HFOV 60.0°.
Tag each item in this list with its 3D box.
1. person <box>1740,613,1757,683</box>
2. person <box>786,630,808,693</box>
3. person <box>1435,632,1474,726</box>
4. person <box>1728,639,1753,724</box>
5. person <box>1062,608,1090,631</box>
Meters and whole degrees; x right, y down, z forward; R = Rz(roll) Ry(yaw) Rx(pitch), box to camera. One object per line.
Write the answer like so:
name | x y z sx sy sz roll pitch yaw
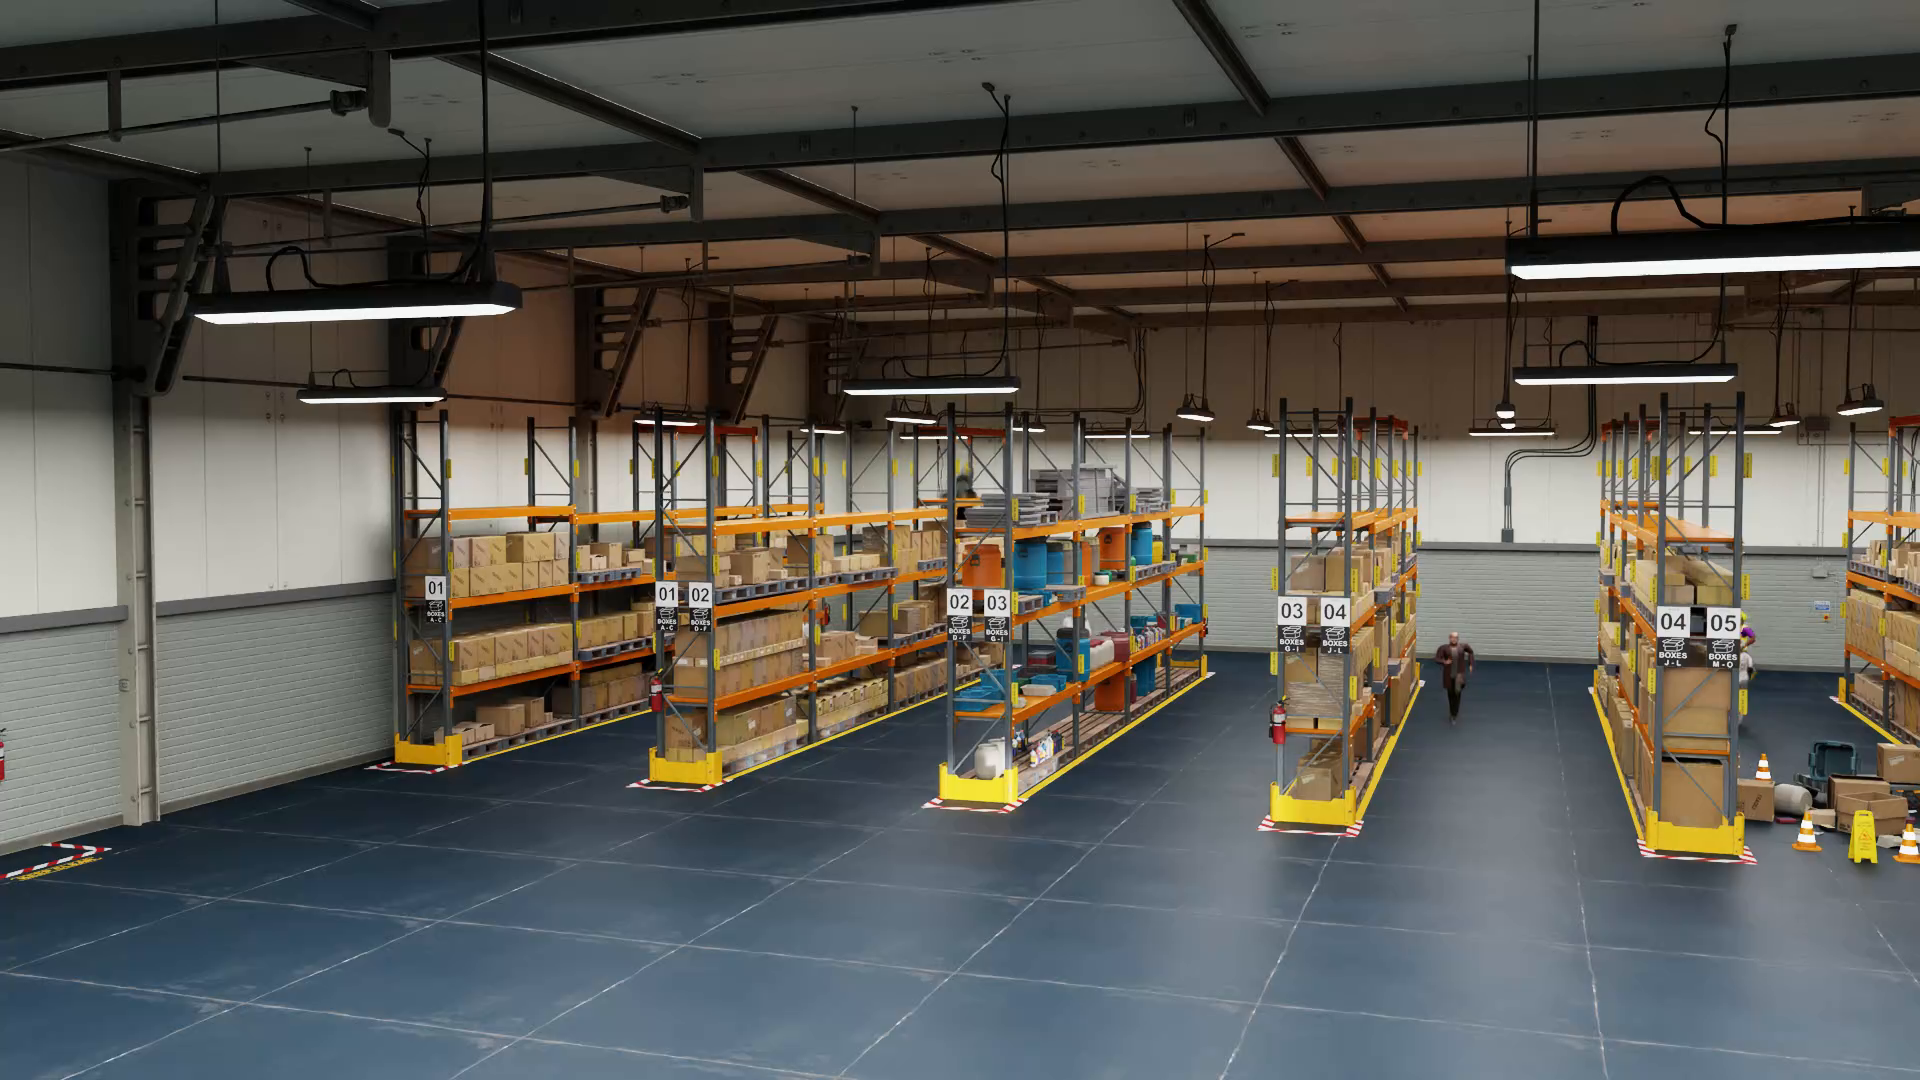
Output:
person | 17.675 2.515 37.707 0.881 1.747 0.687 0 2 2
person | -3.728 2.553 36.479 0.684 1.763 0.766 1 3 14
person | 9.760 2.717 32.834 0.745 1.831 0.930 1 3 16
person | 15.234 2.771 32.655 0.596 1.685 0.644 1 3 19
person | 2.522 2.337 36.356 0.674 1.865 0.770 1 3 15
